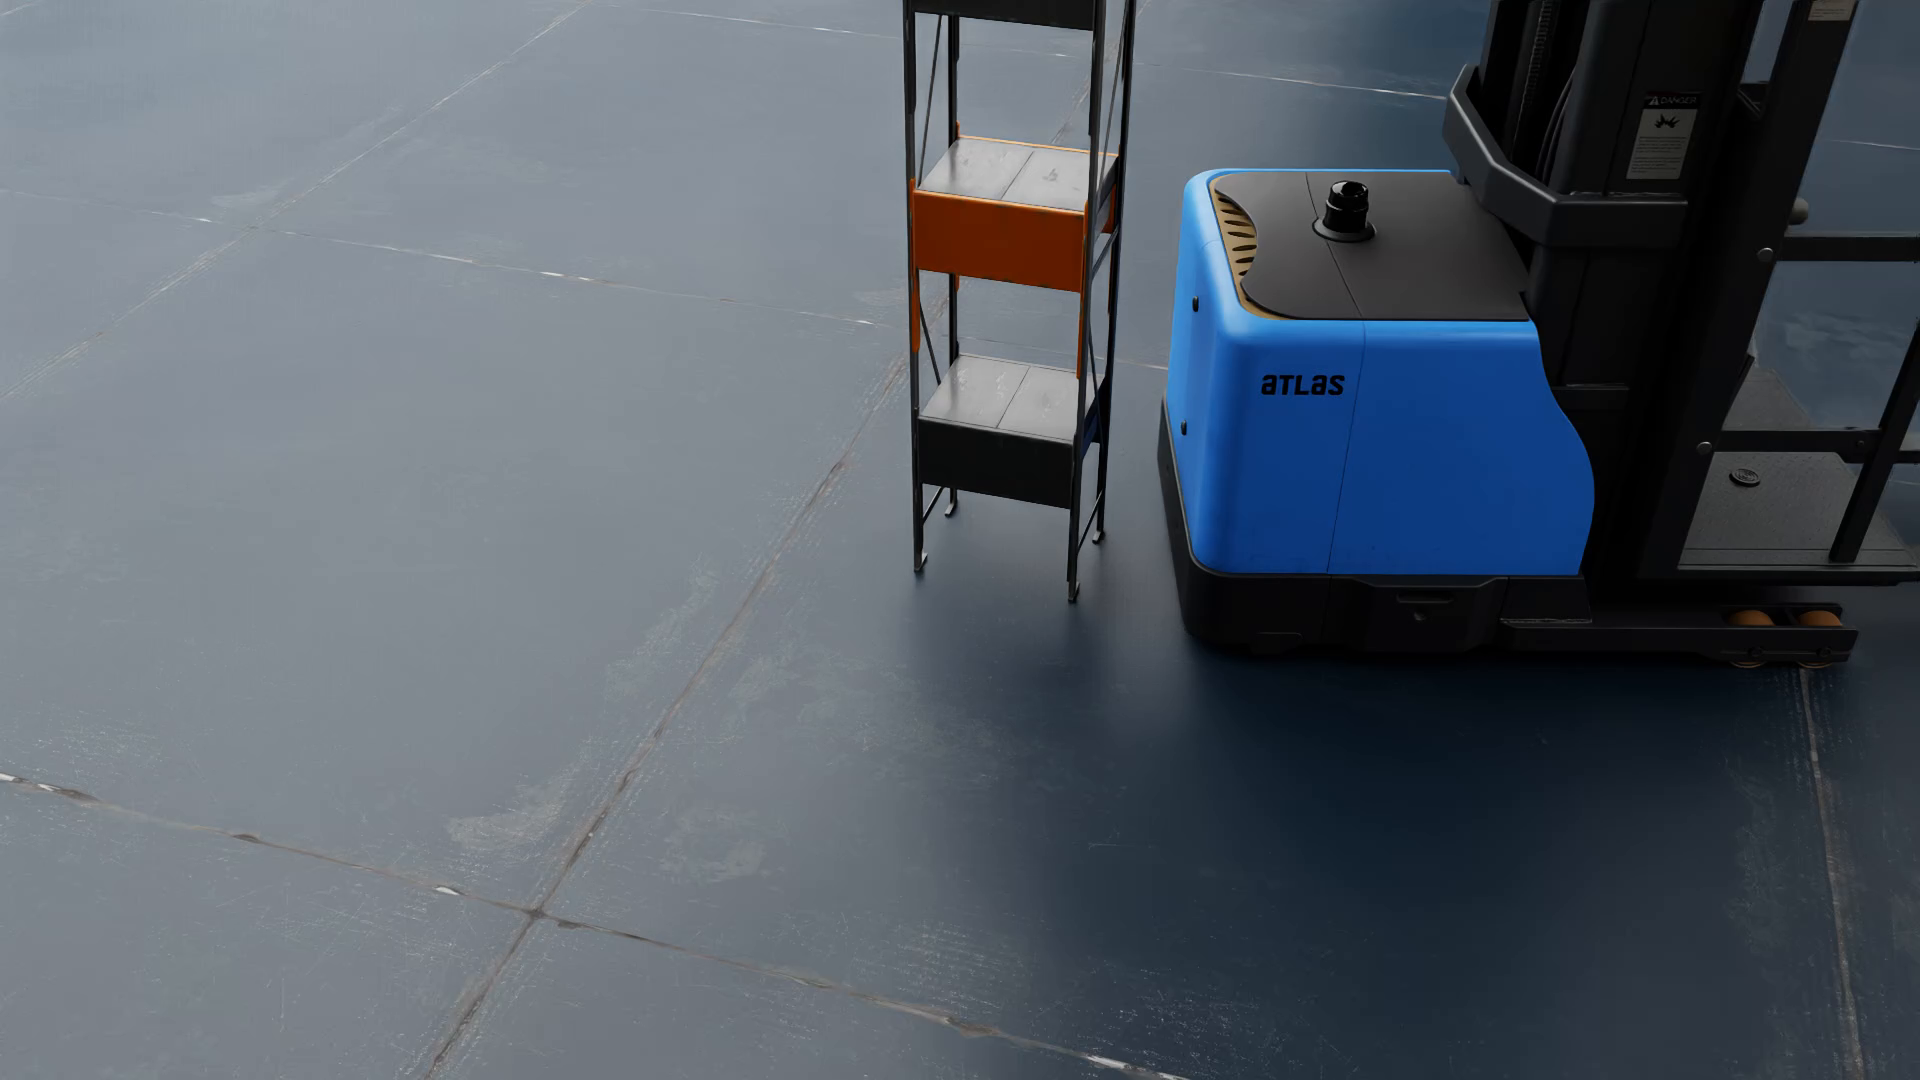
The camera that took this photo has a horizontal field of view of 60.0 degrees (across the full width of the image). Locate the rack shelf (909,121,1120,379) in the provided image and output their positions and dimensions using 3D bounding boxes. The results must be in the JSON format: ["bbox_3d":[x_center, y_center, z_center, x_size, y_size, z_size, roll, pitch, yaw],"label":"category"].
[{"bbox_3d":[0.158,-0.805,4.596,0.480,0.518,0.431,10,38,14],"label":"rack shelf"}]

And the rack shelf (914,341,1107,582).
[{"bbox_3d":[0.158,-0.242,5.011,0.480,0.518,0.431,10,38,14],"label":"rack shelf"}]

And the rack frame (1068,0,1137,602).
[{"bbox_3d":[0.391,-0.773,4.529,0.015,2.100,0.400,10,38,14],"label":"rack frame"}]

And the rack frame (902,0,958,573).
[{"bbox_3d":[-0.075,-0.860,4.646,0.015,2.100,0.400,10,38,14],"label":"rack frame"}]

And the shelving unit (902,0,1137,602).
[{"bbox_3d":[0.158,-0.816,4.588,0.503,2.100,0.431,10,38,14],"label":"shelving unit"}]

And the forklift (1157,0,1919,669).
[{"bbox_3d":[2.163,-1.132,4.316,3.031,2.935,1.130,0,36,0],"label":"forklift"}]

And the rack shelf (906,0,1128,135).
[{"bbox_3d":[0.158,-1.369,4.181,0.480,0.518,0.431,10,38,14],"label":"rack shelf"}]
